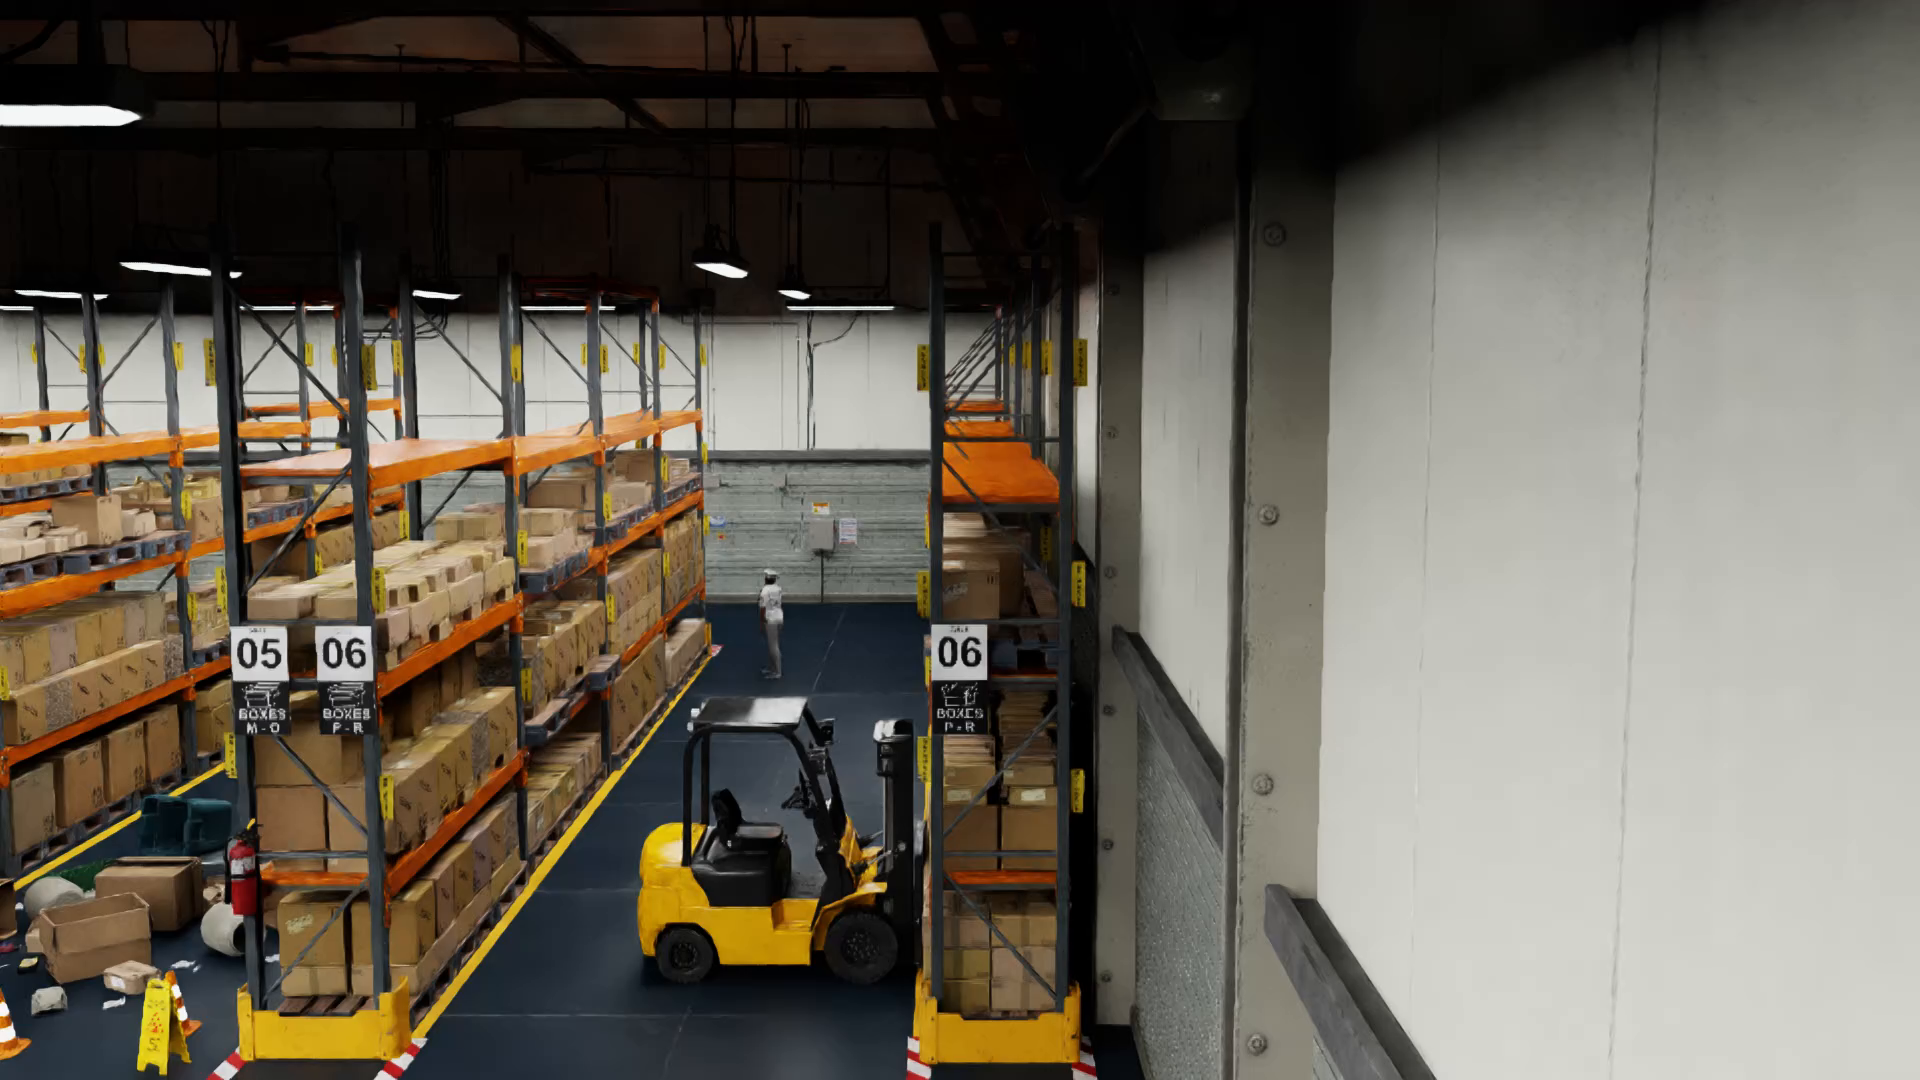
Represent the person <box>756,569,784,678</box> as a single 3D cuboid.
[{"bbox_3d":[-2.977,1.290,26.059,0.551,1.663,0.581,3,7,26],"label":"person"}]
